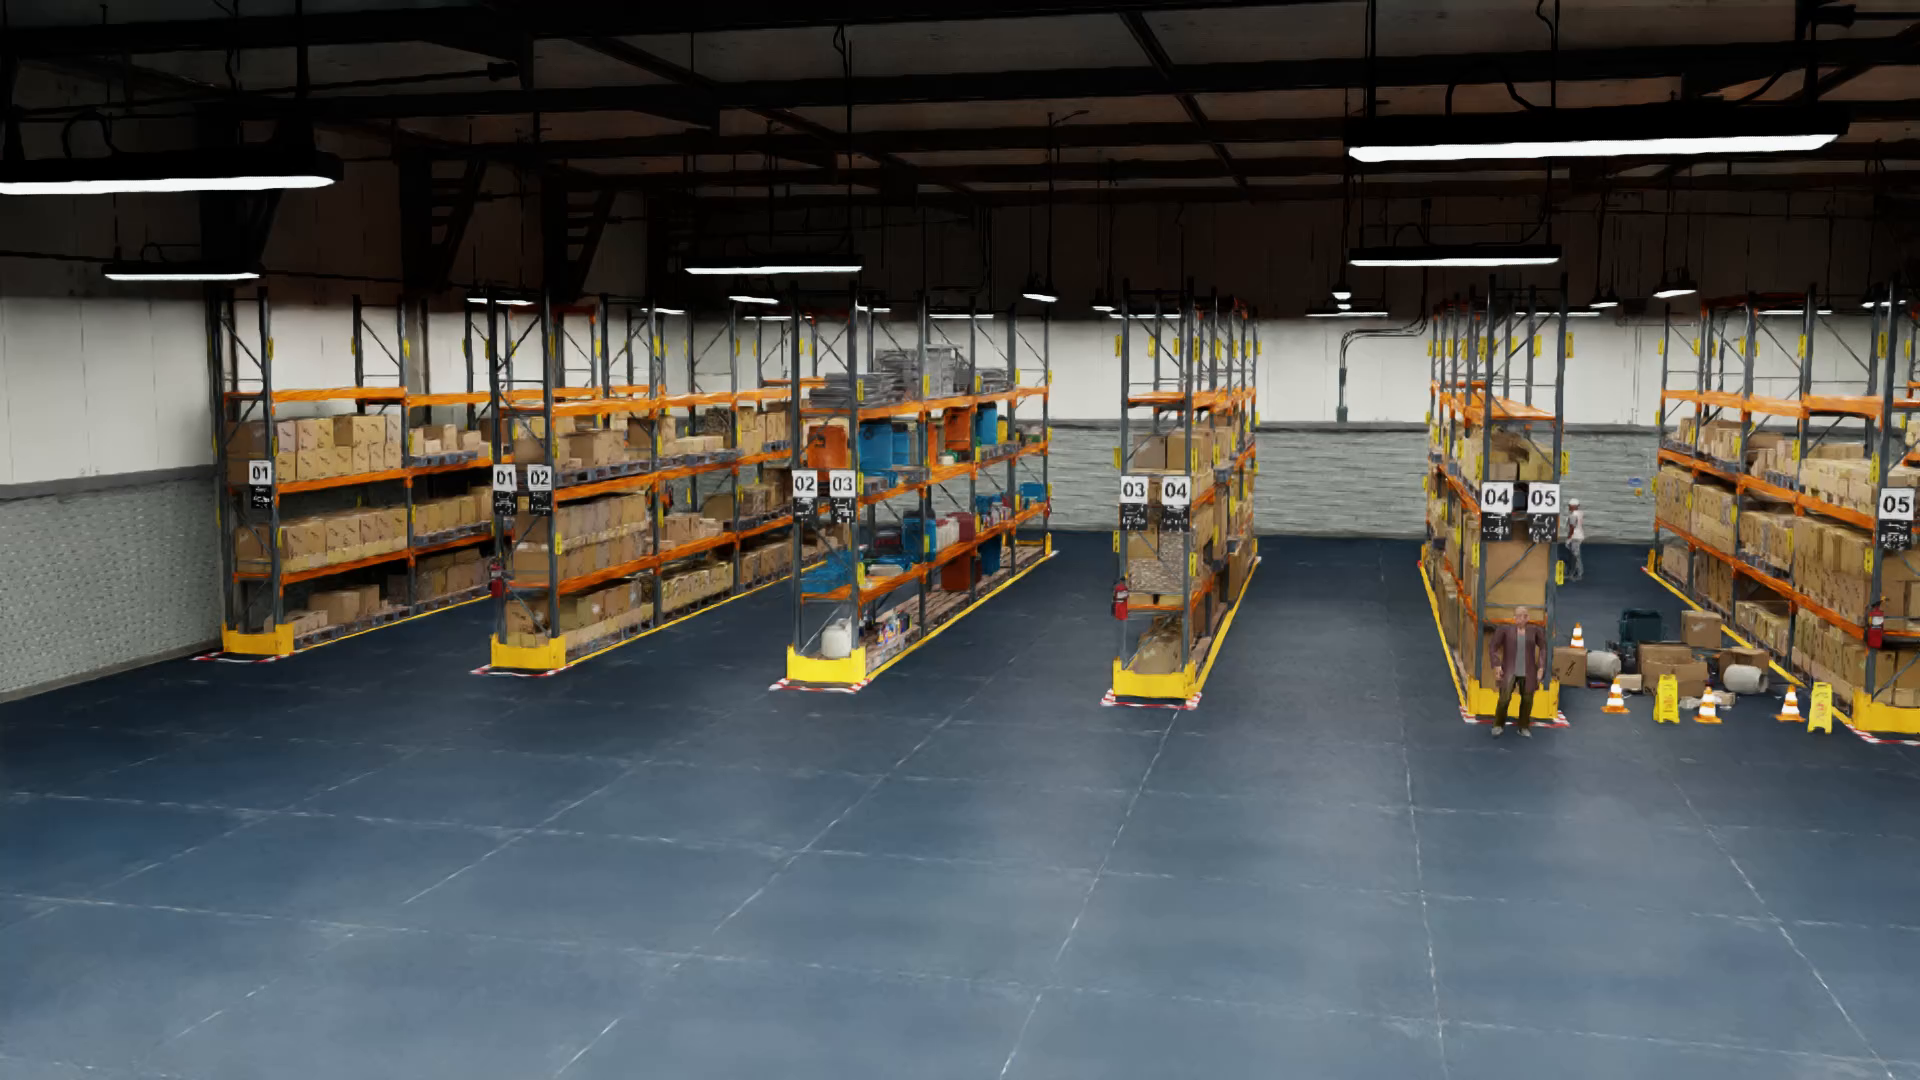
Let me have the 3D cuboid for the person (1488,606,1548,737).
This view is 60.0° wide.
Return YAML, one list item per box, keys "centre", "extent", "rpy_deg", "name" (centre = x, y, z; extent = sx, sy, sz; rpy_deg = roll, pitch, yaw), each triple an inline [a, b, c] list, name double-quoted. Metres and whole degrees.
- centre: [7.187, 1.689, 21.456]
  extent: [0.729, 1.733, 0.546]
  rpy_deg: [1, 7, 12]
  name: "person"

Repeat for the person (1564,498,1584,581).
- centre: [13.228, -0.022, 35.915]
  extent: [0.551, 1.784, 0.638]
  rpy_deg: [4, 8, 31]
  name: "person"

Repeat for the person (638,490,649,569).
- centre: [-7.219, -0.255, 37.962]
  extent: [0.463, 1.782, 0.598]
  rpy_deg: [-1, 7, -6]
  name: "person"
